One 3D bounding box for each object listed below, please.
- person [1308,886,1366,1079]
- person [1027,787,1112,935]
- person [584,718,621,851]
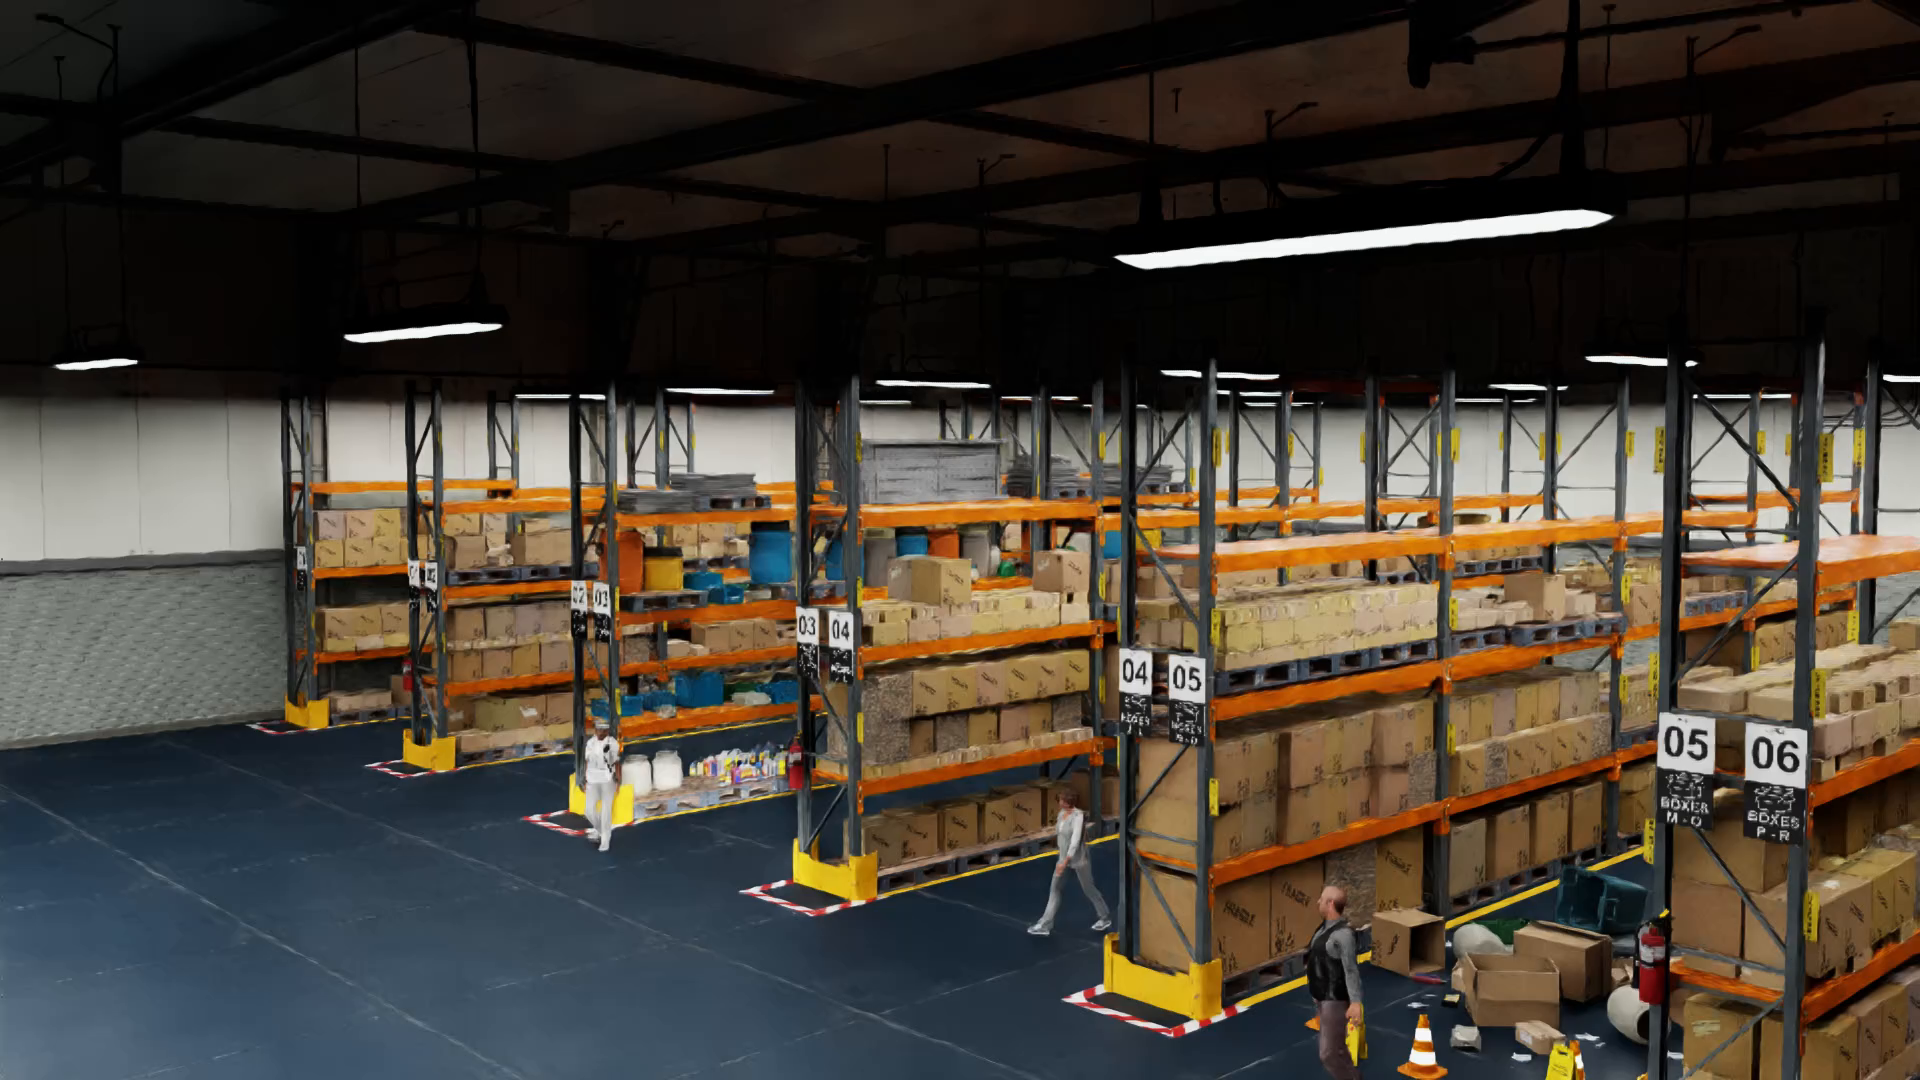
[{"bbox_3d":[2.896,3.499,12.646,0.464,1.708,0.653,0,4,0],"label":"person"},{"bbox_3d":[1.147,3.288,17.093,0.958,1.529,0.393,-2,4,-34],"label":"person"},{"bbox_3d":[-4.461,3.010,20.774,0.514,1.663,0.542,1,4,10],"label":"person"}]
